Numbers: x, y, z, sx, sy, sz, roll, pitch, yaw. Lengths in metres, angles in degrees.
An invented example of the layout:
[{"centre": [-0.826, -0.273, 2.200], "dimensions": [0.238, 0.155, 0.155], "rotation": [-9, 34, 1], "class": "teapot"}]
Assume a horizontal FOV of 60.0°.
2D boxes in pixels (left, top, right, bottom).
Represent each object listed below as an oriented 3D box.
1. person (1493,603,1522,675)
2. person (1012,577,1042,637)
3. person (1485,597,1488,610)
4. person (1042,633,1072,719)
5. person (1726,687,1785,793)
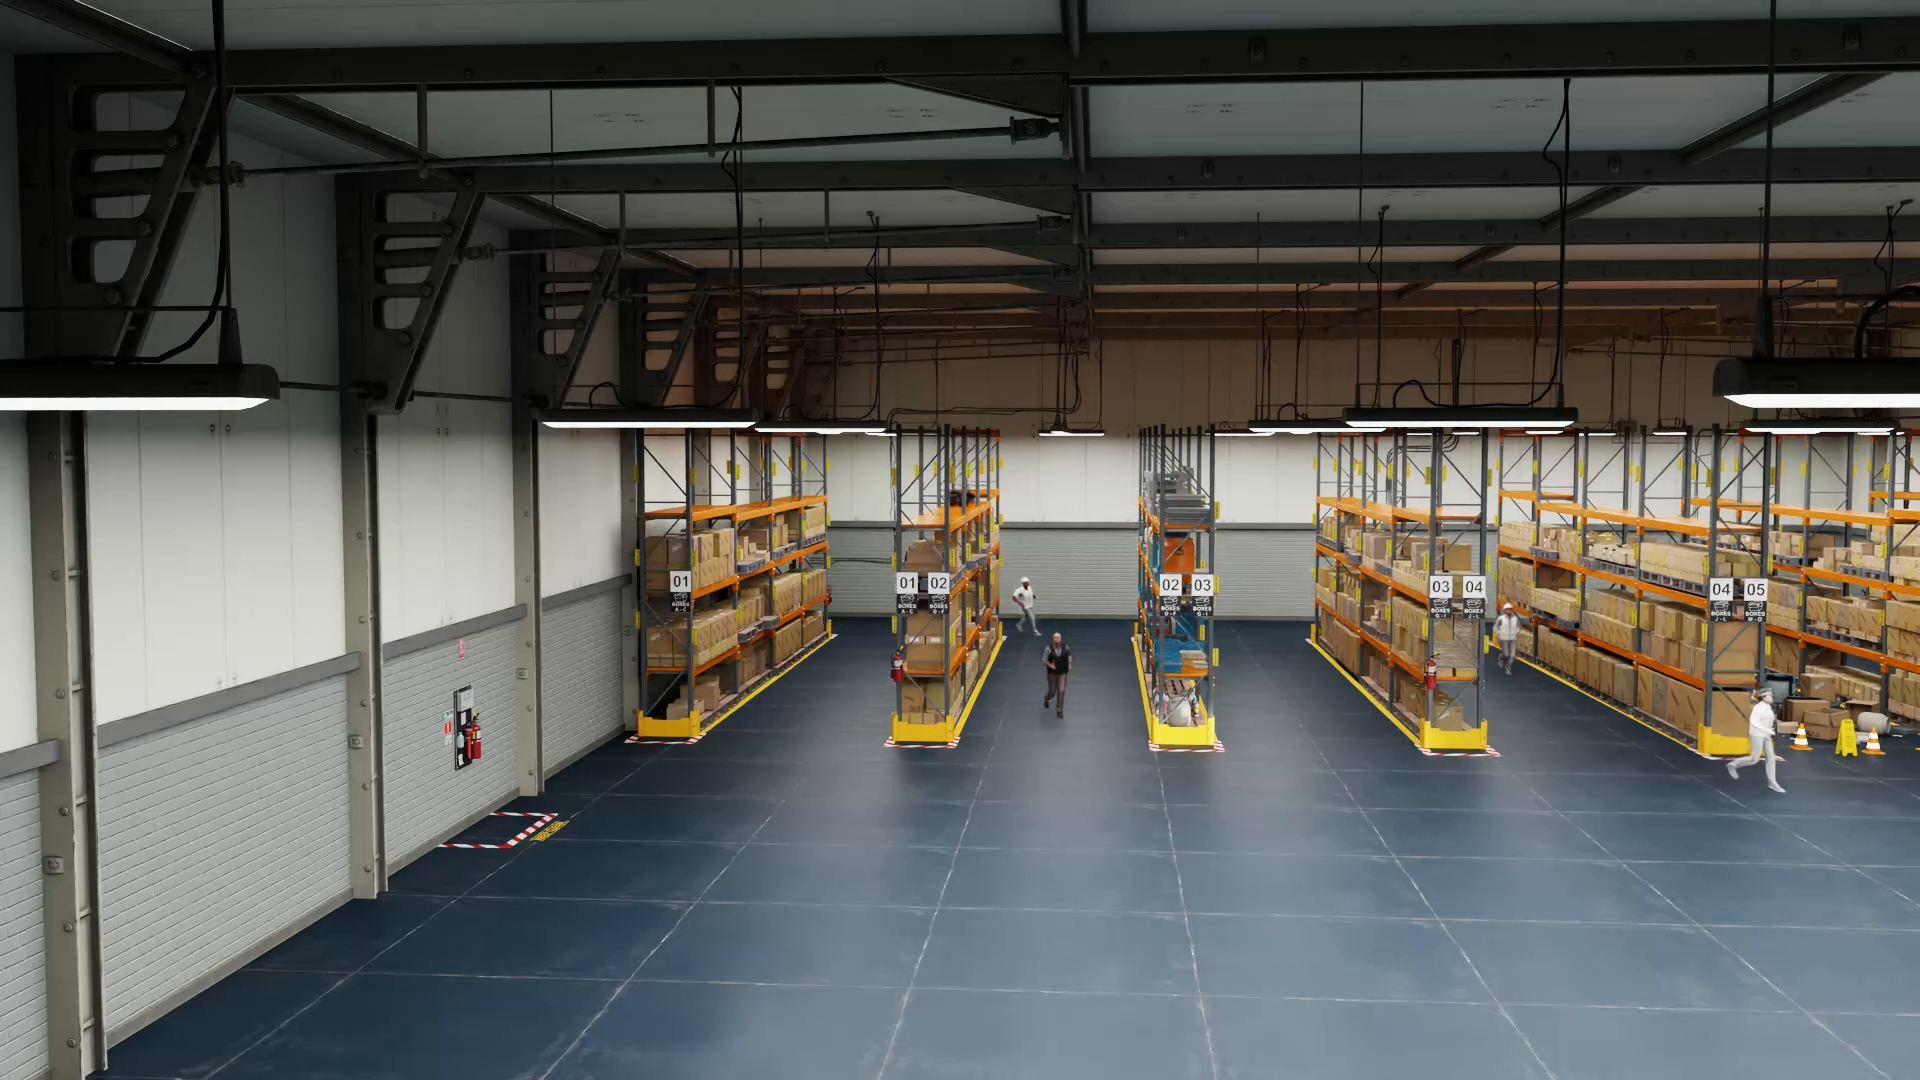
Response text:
[{"centre": [13.339, 2.408, 40.490], "dimensions": [0.667, 1.731, 0.581], "rotation": [0, 3, 2], "class": "person"}, {"centre": [1.865, 1.935, 48.199], "dimensions": [0.929, 1.726, 0.705], "rotation": [2, 4, 35], "class": "person"}, {"centre": [14.655, 2.063, 47.459], "dimensions": [0.615, 1.593, 0.729], "rotation": [0, 3, -3], "class": "person"}, {"centre": [2.012, 2.780, 34.433], "dimensions": [0.670, 1.726, 0.897], "rotation": [0, 3, -7], "class": "person"}, {"centre": [13.058, 3.231, 27.214], "dimensions": [0.639, 1.688, 0.949], "rotation": [-3, 5, -43], "class": "person"}]
